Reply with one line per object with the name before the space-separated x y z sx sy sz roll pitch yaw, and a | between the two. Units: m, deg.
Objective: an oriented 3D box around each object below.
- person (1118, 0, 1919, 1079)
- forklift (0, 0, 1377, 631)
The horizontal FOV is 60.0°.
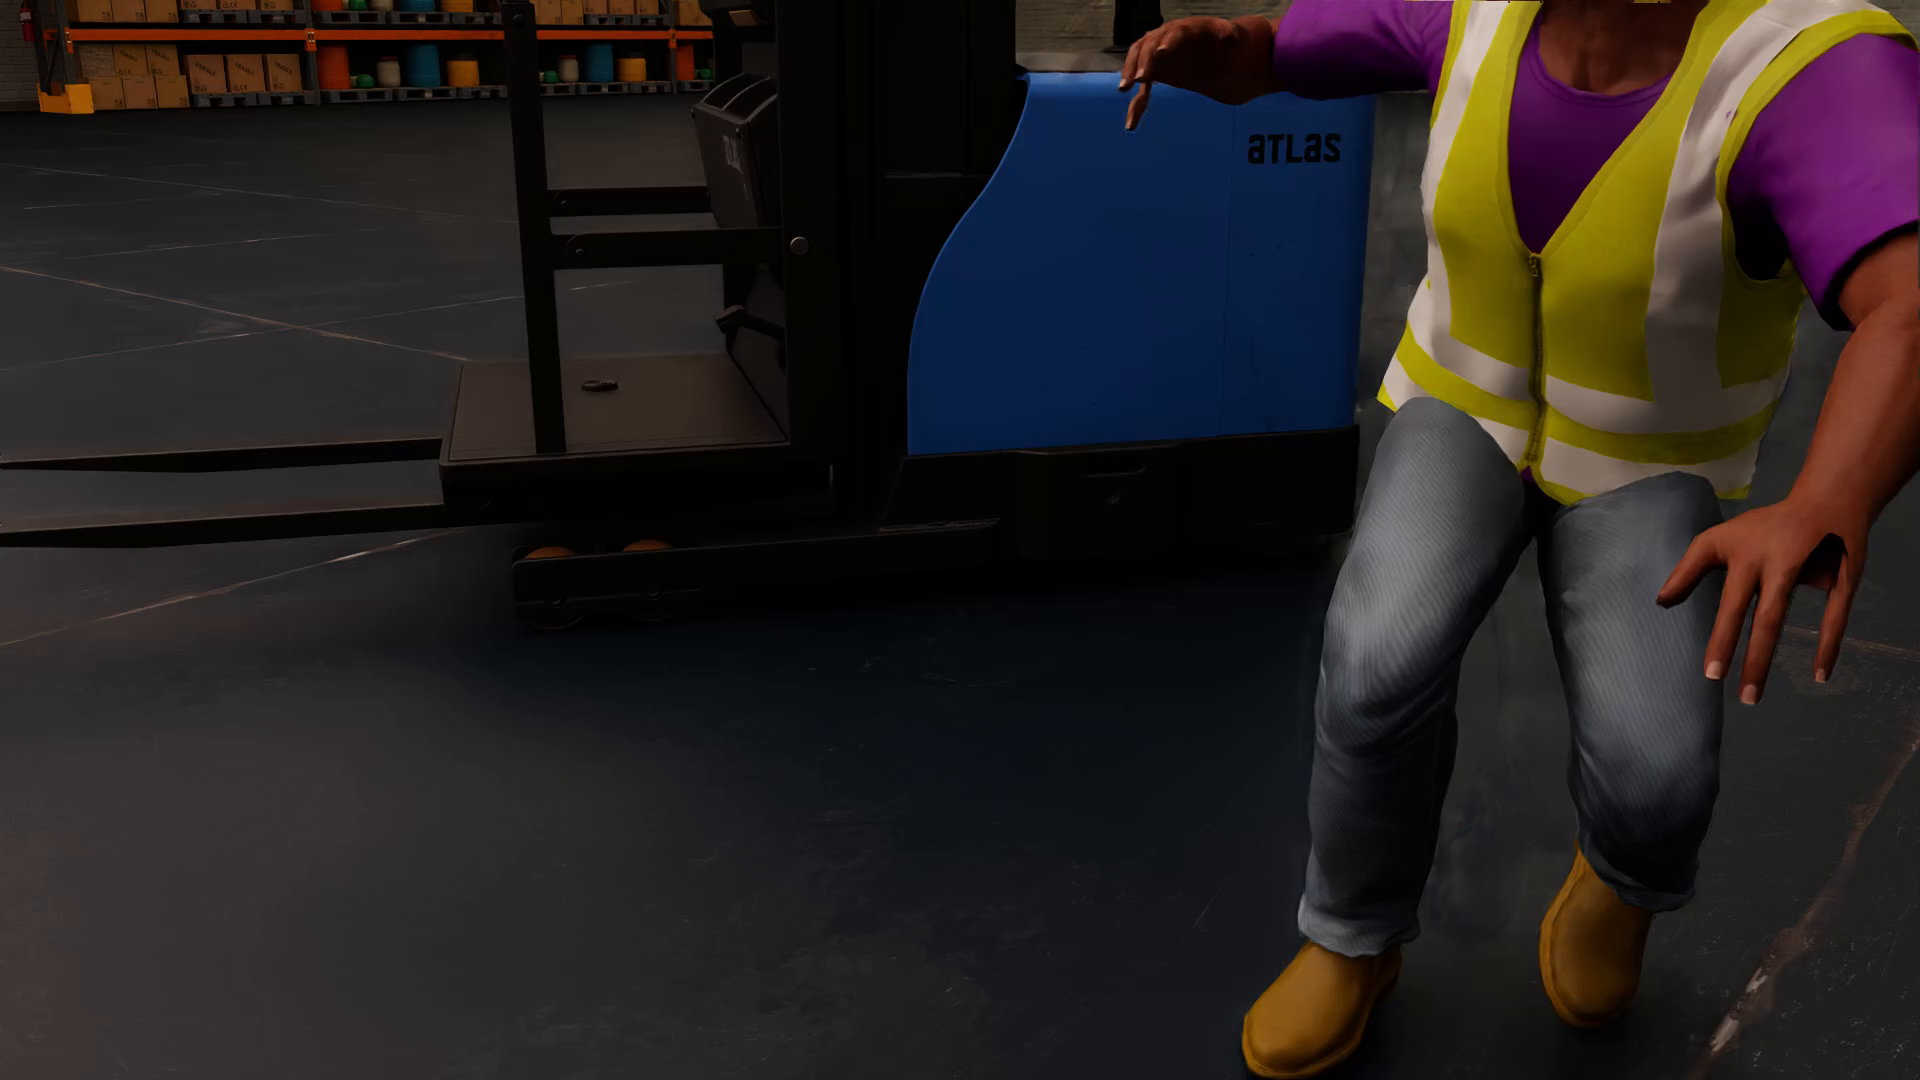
person | 0.533 -0.085 1.701 0.837 1.477 0.991 10 19 29
forklift | -0.672 -1.390 3.475 3.031 2.935 1.130 -4 17 -14
